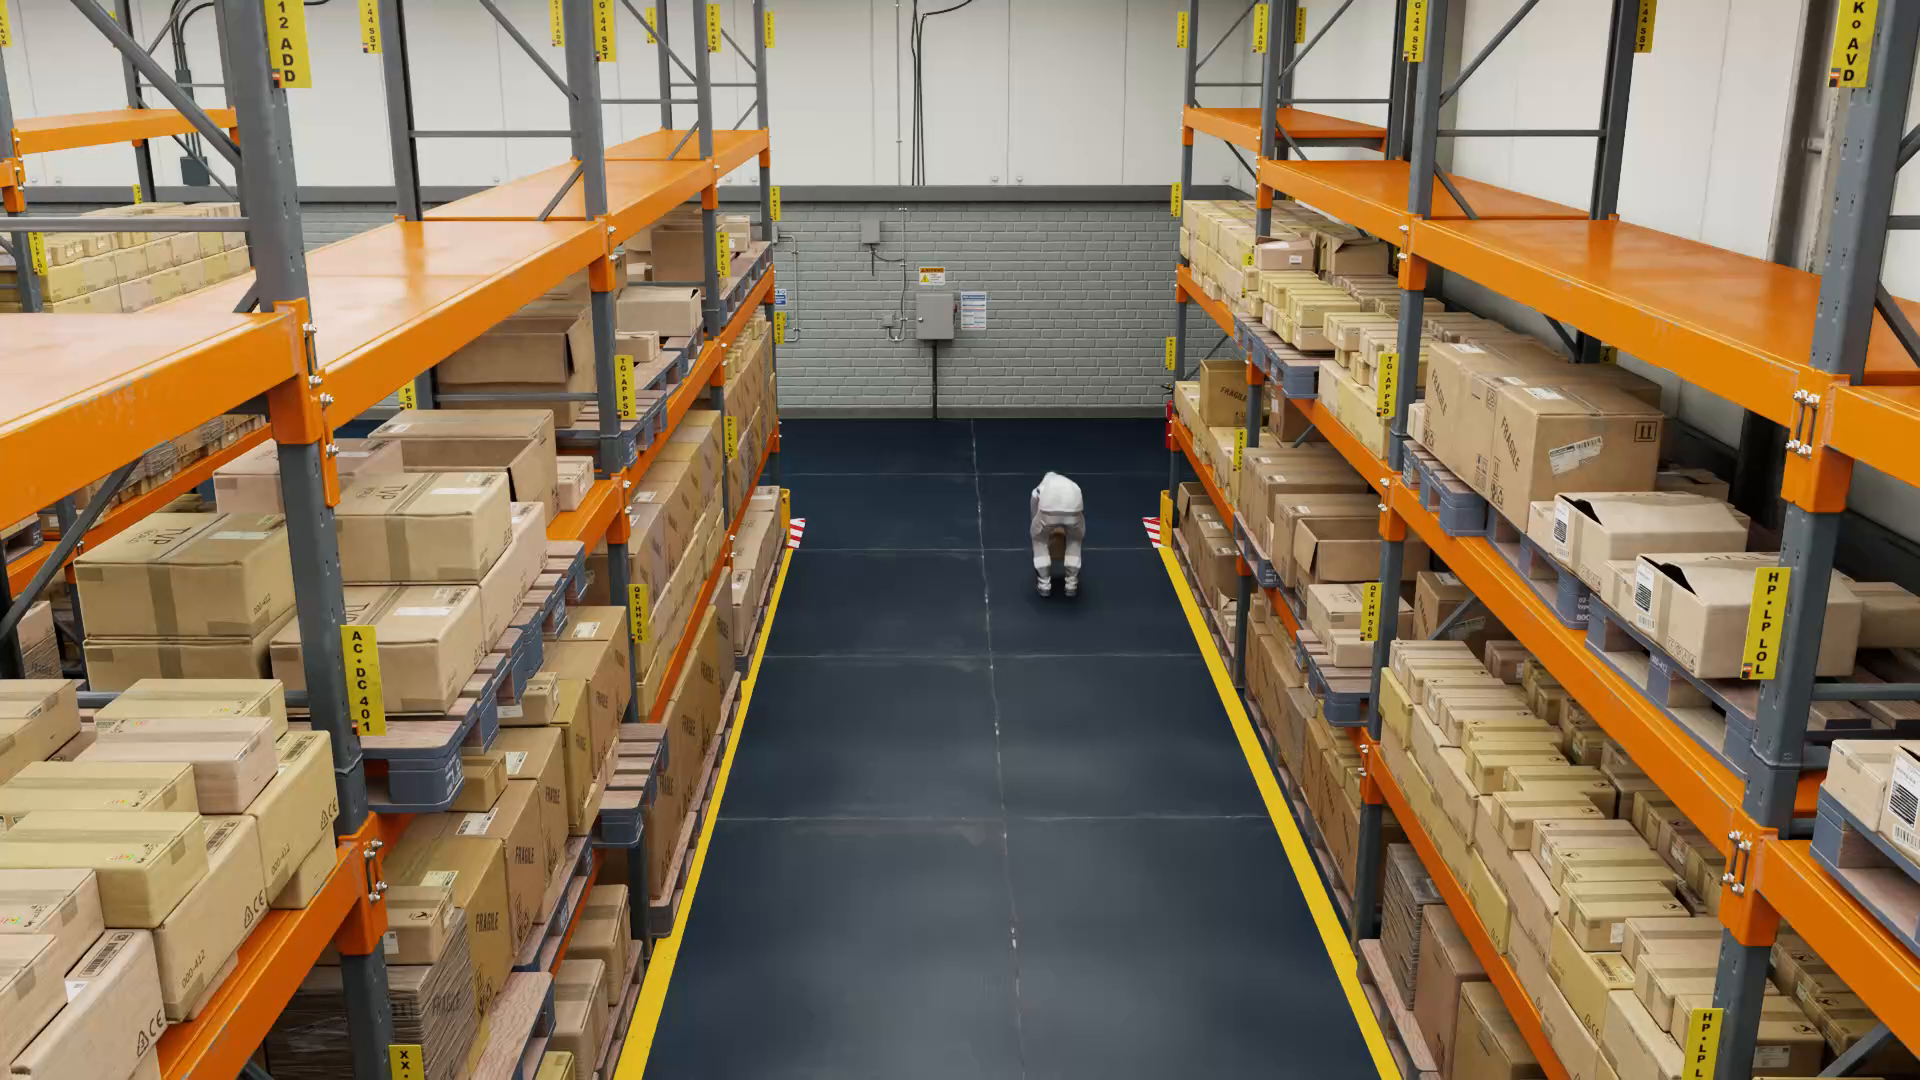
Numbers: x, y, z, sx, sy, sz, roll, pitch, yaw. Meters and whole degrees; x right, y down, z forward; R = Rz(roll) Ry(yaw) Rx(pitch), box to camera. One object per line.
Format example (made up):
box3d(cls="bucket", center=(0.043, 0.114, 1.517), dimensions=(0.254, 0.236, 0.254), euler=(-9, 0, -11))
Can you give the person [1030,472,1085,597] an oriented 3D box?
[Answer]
box3d(cls="person", center=(0.892, -0.091, 15.503), dimensions=(0.511, 1.083, 0.965), euler=(-1, 17, -3))
